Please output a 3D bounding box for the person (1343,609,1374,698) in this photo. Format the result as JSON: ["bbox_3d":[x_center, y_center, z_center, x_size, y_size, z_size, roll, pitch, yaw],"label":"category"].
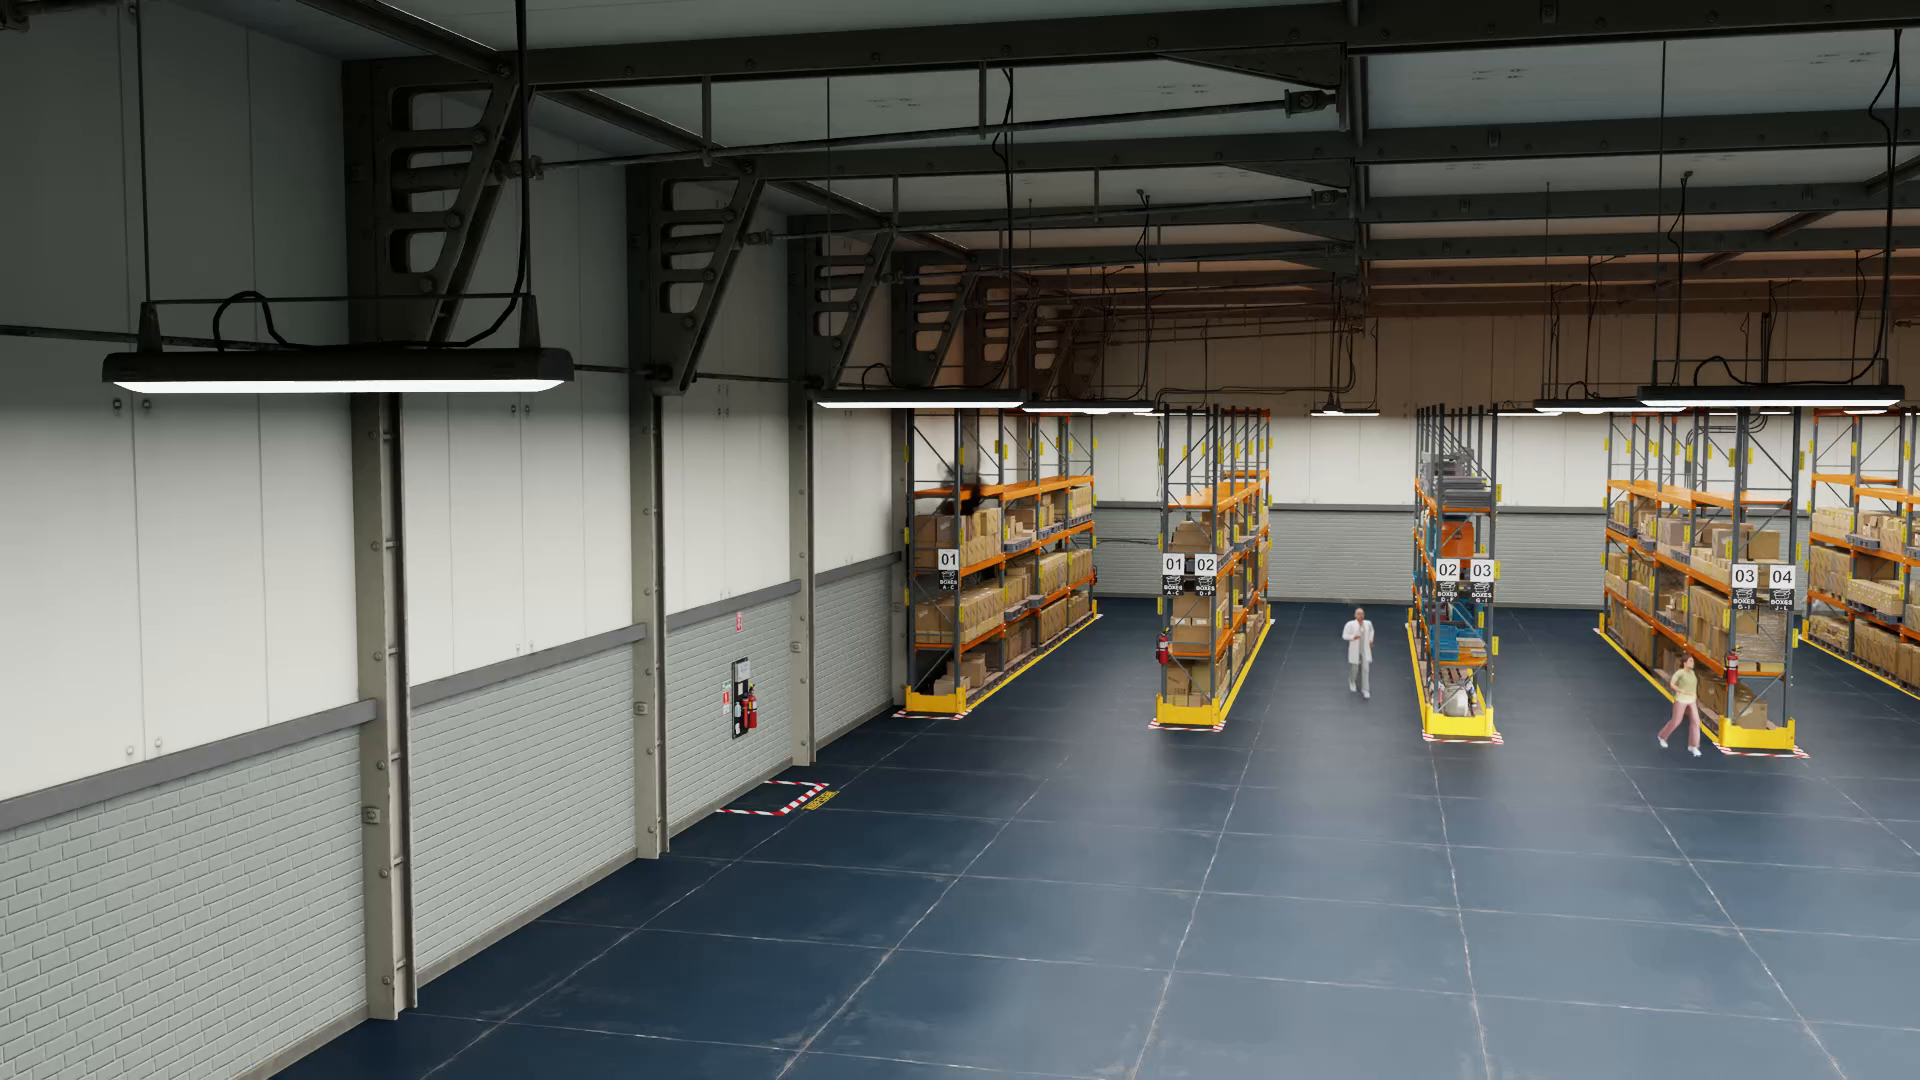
[{"bbox_3d":[8.237,2.304,34.302,0.701,1.784,1.034,0,4,-1],"label":"person"}]

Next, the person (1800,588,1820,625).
[{"bbox_3d":[22.715,1.681,44.278,0.540,1.616,0.662,0,4,6],"label":"person"}]

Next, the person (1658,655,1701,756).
[{"bbox_3d":[12.459,2.802,28.563,0.618,1.679,0.933,-1,4,-19],"label":"person"}]
